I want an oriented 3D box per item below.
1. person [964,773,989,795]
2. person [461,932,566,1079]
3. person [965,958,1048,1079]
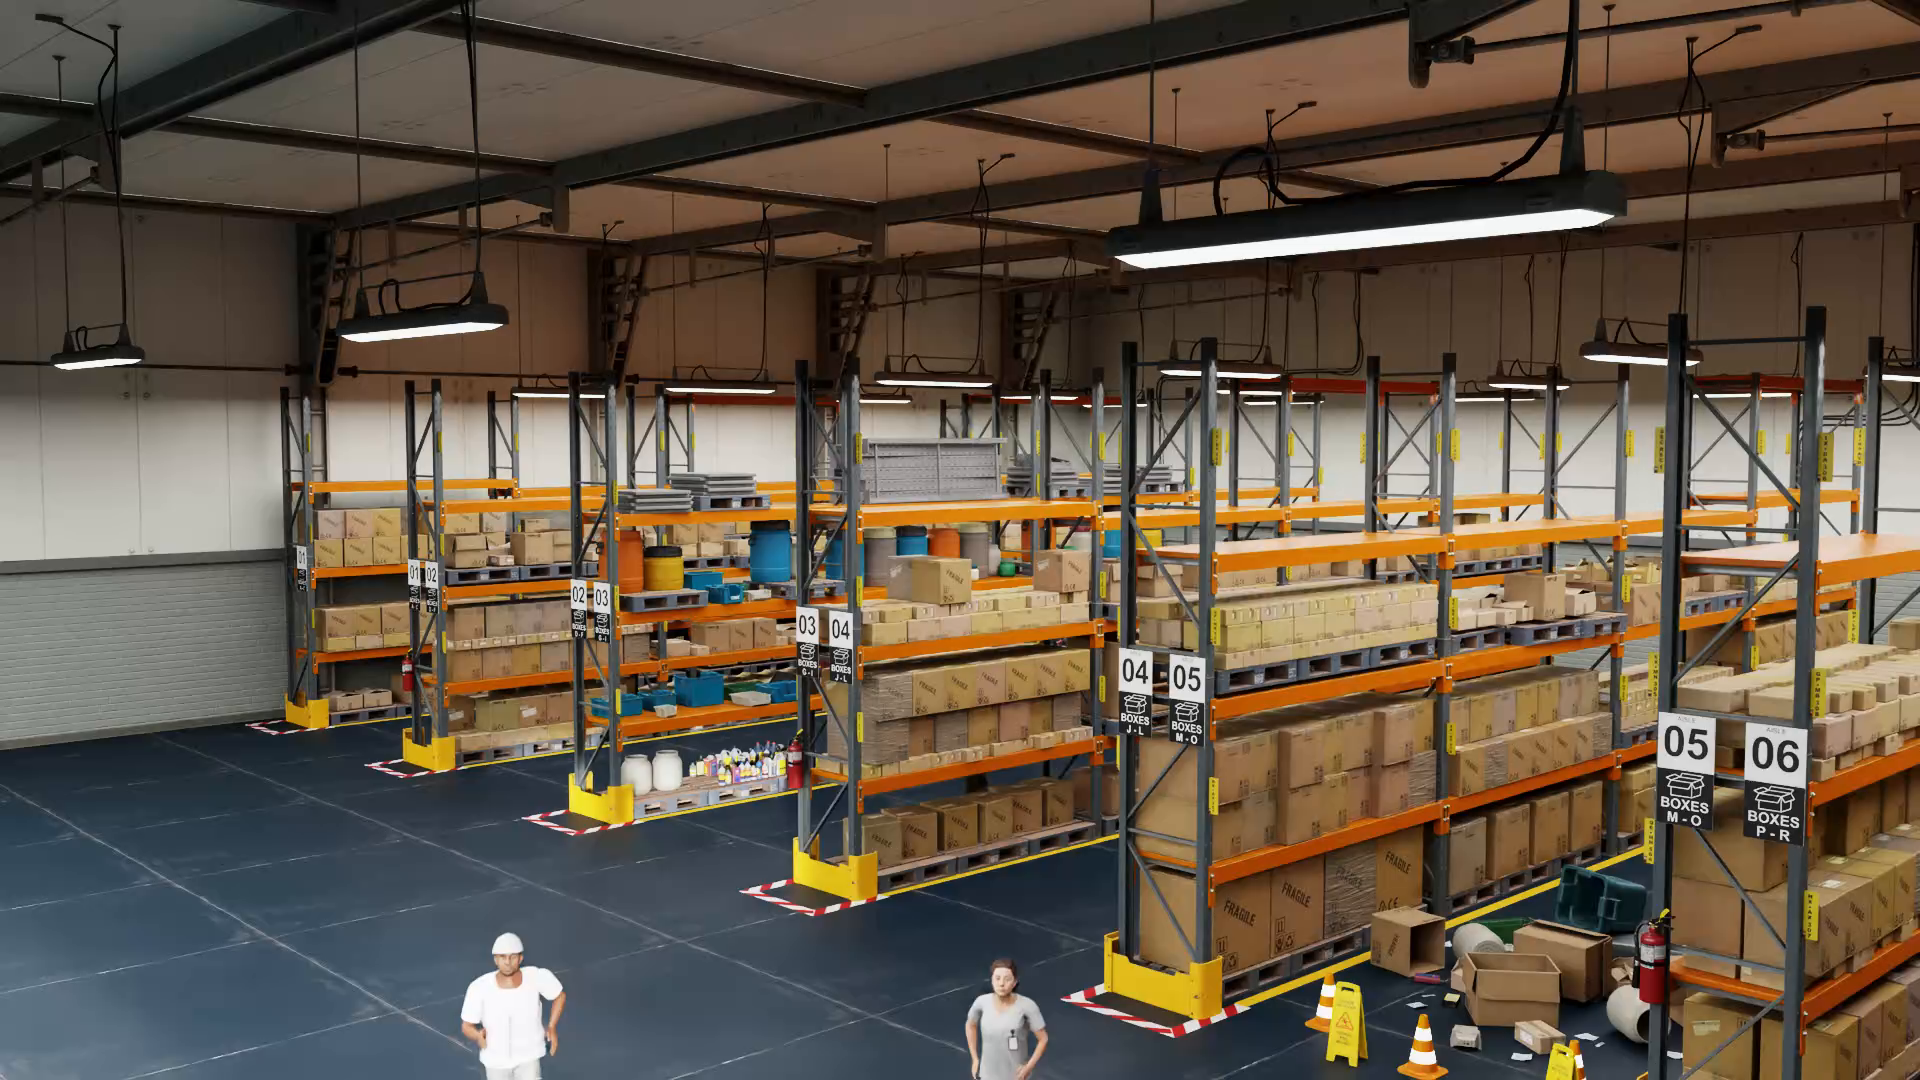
[{"bbox_3d":[0.163,2.804,23.280,0.684,1.844,0.848,3,5,37],"label":"person"},{"bbox_3d":[-3.045,3.569,11.322,0.671,1.806,0.738,-1,4,-8],"label":"person"},{"bbox_3d":[0.311,3.628,11.239,0.579,1.667,0.850,1,4,8],"label":"person"}]
